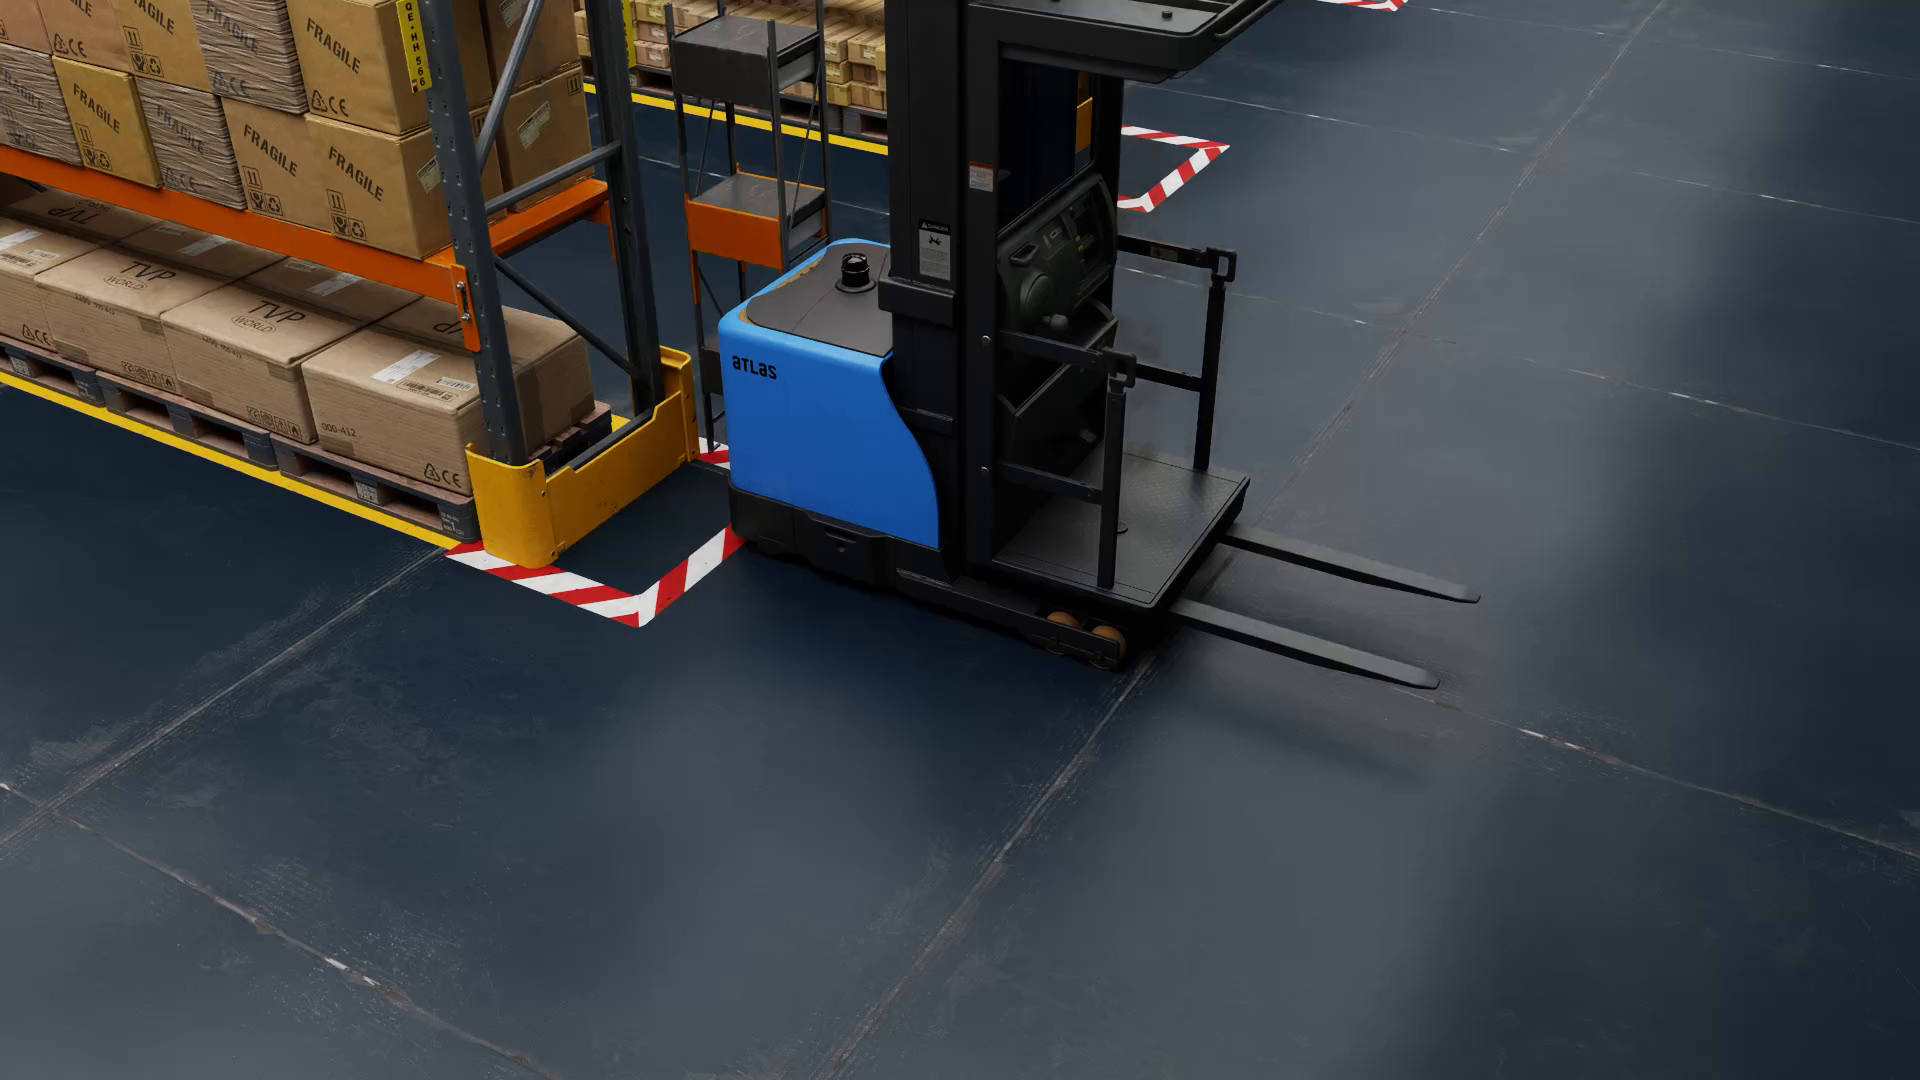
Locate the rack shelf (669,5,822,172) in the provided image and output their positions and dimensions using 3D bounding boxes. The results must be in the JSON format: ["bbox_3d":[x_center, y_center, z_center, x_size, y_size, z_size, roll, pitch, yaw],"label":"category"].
[{"bbox_3d":[-0.878,-1.893,6.960,0.480,0.518,0.431,16,37,22],"label":"rack shelf"}]

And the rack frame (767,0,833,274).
[{"bbox_3d":[-0.661,-1.260,7.248,0.015,2.100,0.400,16,37,22],"label":"rack frame"}]

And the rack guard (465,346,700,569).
[{"bbox_3d":[-1.644,-0.399,7.398,0.348,0.500,1.175,18,37,24],"label":"rack guard"}]

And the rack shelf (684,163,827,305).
[{"bbox_3d":[-0.878,-1.310,7.347,0.480,0.518,0.431,16,37,22],"label":"rack shelf"}]

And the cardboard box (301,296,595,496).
[{"bbox_3d":[-2.288,-0.688,7.509,0.875,0.438,0.875,16,37,23],"label":"cardboard box"}]

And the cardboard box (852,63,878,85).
[{"bbox_3d":[-0.531,-3.241,11.336,0.250,0.149,0.380,17,37,24],"label":"cardboard box"}]

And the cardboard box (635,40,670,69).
[{"bbox_3d":[-2.140,-3.573,12.102,0.250,0.149,0.380,17,37,24],"label":"cardboard box"}]

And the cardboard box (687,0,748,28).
[{"bbox_3d":[-1.701,-3.677,11.722,0.250,0.149,0.380,18,38,25],"label":"cardboard box"}]

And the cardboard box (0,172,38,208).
[{"bbox_3d":[-5.716,-1.969,9.038,0.875,0.875,0.875,19,38,26],"label":"cardboard box"}]

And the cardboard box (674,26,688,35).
[{"bbox_3d":[-1.887,-3.663,11.969,0.250,0.149,0.380,16,37,22],"label":"cardboard box"}]

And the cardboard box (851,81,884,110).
[{"bbox_3d":[-0.538,-3.086,11.372,0.250,0.149,0.380,18,38,25],"label":"cardboard box"}]

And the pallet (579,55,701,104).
[{"bbox_3d":[-2.169,-3.628,12.507,1.213,0.211,1.003,18,37,24],"label":"pallet"}]

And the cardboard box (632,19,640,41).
[{"bbox_3d":[-2.350,-3.788,12.157,0.250,0.149,0.380,18,38,25],"label":"cardboard box"}]

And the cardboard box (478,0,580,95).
[{"bbox_3d":[-1.941,-2.173,6.815,0.500,0.500,0.500,17,37,23],"label":"cardboard box"}]

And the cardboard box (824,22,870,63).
[{"bbox_3d":[-0.814,-3.371,11.262,0.250,0.149,0.380,19,38,26],"label":"cardboard box"}]

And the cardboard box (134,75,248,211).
[{"bbox_3d":[-3.095,-1.775,7.119,0.500,0.500,0.500,19,38,26],"label":"cardboard box"}]

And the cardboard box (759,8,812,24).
[{"bbox_3d":[-1.229,-3.555,11.539,0.250,0.149,0.380,18,38,25],"label":"cardboard box"}]

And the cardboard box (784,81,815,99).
[{"bbox_3d":[-1.018,-3.211,11.559,0.250,0.149,0.380,18,38,25],"label":"cardboard box"}]

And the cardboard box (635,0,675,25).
[{"bbox_3d":[-2.120,-3.847,11.978,0.250,0.149,0.380,17,37,24],"label":"cardboard box"}]

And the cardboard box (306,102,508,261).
[{"bbox_3d":[-2.215,-1.493,6.696,0.500,0.500,0.500,18,38,25],"label":"cardboard box"}]

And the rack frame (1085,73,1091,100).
[{"bbox_3d":[0.703,-3.856,10.334,0.127,3.000,1.000,18,37,24],"label":"rack frame"}]

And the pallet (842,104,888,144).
[{"bbox_3d":[-0.051,-2.957,11.500,1.213,0.211,1.003,18,37,24],"label":"pallet"}]

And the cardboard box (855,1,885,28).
[{"bbox_3d":[-0.530,-3.657,11.692,0.250,0.149,0.380,19,38,26],"label":"cardboard box"}]

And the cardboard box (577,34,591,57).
[{"bbox_3d":[-2.613,-3.689,12.277,0.250,0.149,0.380,16,37,22],"label":"cardboard box"}]

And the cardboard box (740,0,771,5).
[{"bbox_3d":[-1.403,-3.964,12.153,0.250,0.149,0.380,16,37,22],"label":"cardboard box"}]

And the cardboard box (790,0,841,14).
[{"bbox_3d":[-1.001,-3.775,11.869,0.250,0.149,0.380,18,38,25],"label":"cardboard box"}]

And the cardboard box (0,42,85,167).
[{"bbox_3d":[-3.997,-2.052,7.536,0.500,0.500,0.500,18,38,25],"label":"cardboard box"}]

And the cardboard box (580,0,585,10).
[{"bbox_3d":[-2.573,-3.997,12.203,0.250,0.149,0.380,19,38,26],"label":"cardboard box"}]

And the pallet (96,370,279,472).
[{"bbox_3d":[-3.453,-0.804,8.267,1.213,0.211,1.003,18,37,24],"label":"pallet"}]

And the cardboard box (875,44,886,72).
[{"bbox_3d":[-0.360,-3.222,11.039,0.250,0.149,0.380,17,37,23],"label":"cardboard box"}]

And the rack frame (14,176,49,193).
[{"bbox_3d":[-5.138,-2.546,8.367,0.127,3.000,1.000,18,37,24],"label":"rack frame"}]

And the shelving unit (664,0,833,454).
[{"bbox_3d":[-0.878,-1.321,7.340,0.503,2.100,0.431,16,37,22],"label":"shelving unit"}]

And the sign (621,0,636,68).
[{"bbox_3d":[-1.385,-2.105,6.852,0.005,0.325,0.100,18,37,24],"label":"sign"}]

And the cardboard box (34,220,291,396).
[{"bbox_3d":[-3.869,-1.184,8.255,0.875,0.438,0.875,16,37,23],"label":"cardboard box"}]

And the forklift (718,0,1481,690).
[{"bbox_3d":[0.555,-1.054,6.189,3.031,2.935,1.130,17,37,23],"label":"forklift"}]

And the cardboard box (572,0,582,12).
[{"bbox_3d":[-3.280,-4.421,13.059,0.500,0.500,0.500,19,38,26],"label":"cardboard box"}]

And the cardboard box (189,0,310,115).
[{"bbox_3d":[-2.670,-2.051,6.632,0.500,0.500,0.500,18,38,25],"label":"cardboard box"}]

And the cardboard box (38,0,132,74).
[{"bbox_3d":[-3.534,-2.328,7.048,0.500,0.500,0.500,17,37,24],"label":"cardboard box"}]
